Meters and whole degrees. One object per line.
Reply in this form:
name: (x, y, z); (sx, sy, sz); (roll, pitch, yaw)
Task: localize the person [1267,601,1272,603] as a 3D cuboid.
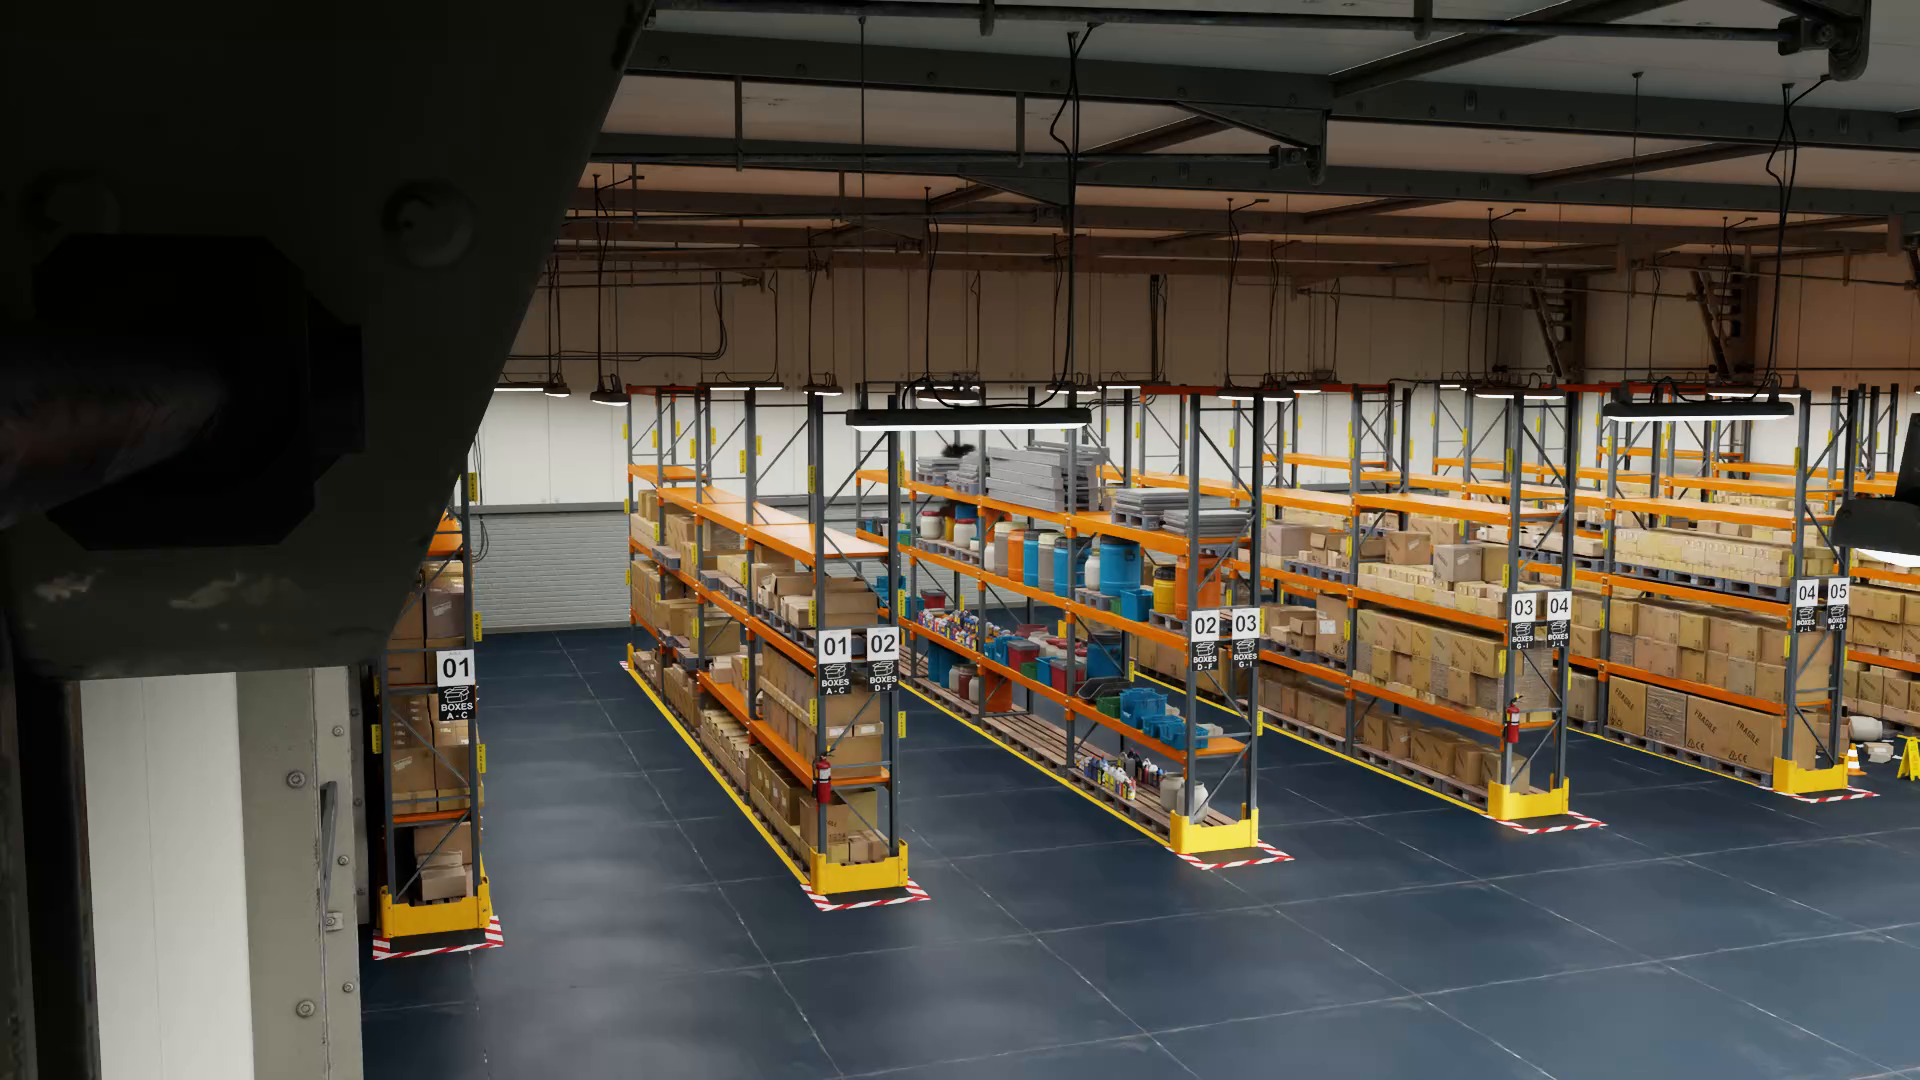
person: (6.228, 2.046, 33.487); (0.599, 1.632, 0.837); (-1, 6, -12)

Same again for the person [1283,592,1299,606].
person: (8.456, 1.169, 42.270); (0.551, 1.613, 0.569); (-5, 8, -42)
